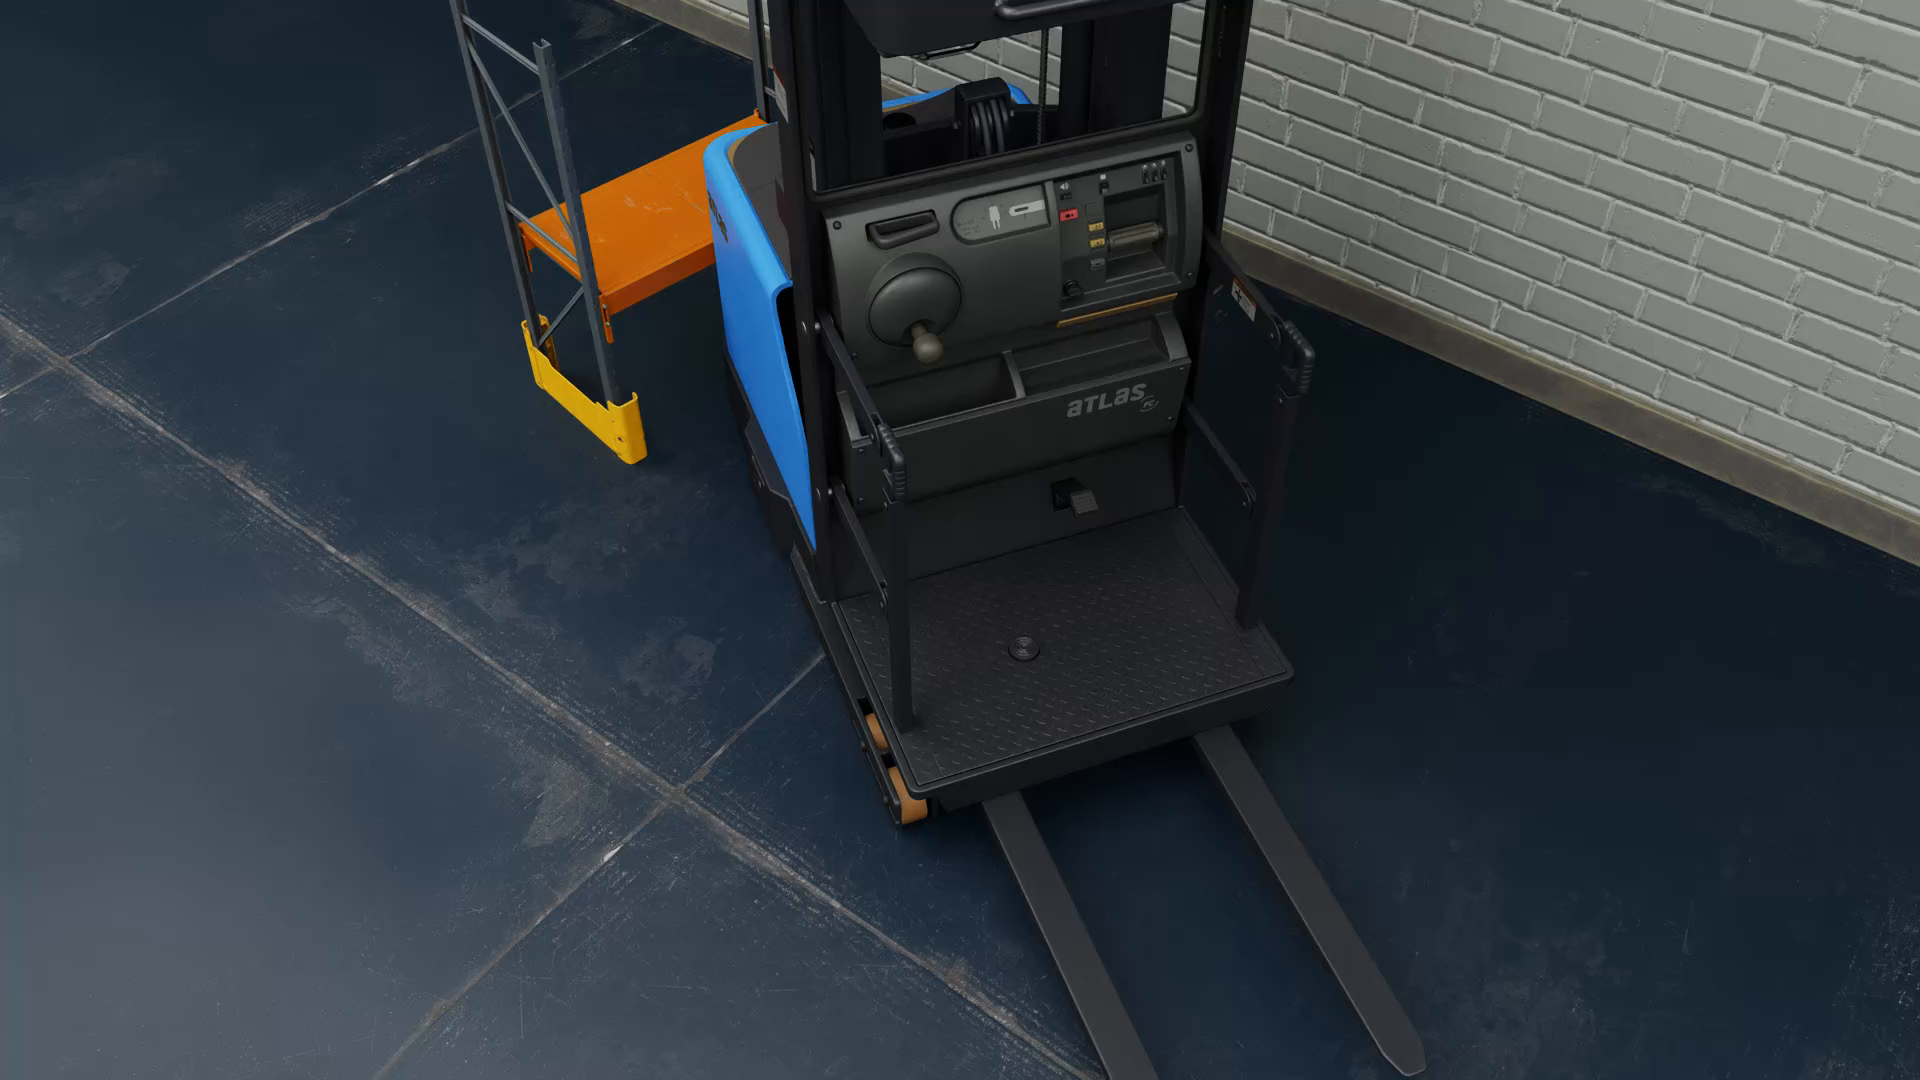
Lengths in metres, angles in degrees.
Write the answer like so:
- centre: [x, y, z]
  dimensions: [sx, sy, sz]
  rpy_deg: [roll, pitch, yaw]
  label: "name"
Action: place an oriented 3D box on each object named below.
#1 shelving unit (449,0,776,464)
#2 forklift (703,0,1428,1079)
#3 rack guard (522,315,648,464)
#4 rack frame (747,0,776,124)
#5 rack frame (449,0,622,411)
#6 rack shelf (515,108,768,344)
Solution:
- centre: [-0.889, -1.182, 5.342]
  dimensions: [1.083, 1.500, 0.587]
  rpy_deg: [-34, 55, -28]
  label: "shelving unit"
- centre: [0.220, -0.591, 3.788]
  dimensions: [1.130, 2.935, 3.031]
  rpy_deg: [-15, 48, -14]
  label: "forklift"
- centre: [-1.256, -0.507, 5.561]
  dimensions: [0.087, 0.250, 0.587]
  rpy_deg: [-34, 55, -28]
  label: "rack guard"
- centre: [-0.521, -1.426, 5.574]
  dimensions: [0.032, 1.500, 0.500]
  rpy_deg: [-34, 55, -28]
  label: "rack frame"
- centre: [-1.271, -0.929, 5.100]
  dimensions: [0.032, 1.500, 0.500]
  rpy_deg: [-34, 55, -28]
  label: "rack frame"
- centre: [-0.896, -1.053, 5.467]
  dimensions: [1.000, 0.185, 0.538]
  rpy_deg: [-34, 55, -28]
  label: "rack shelf"
